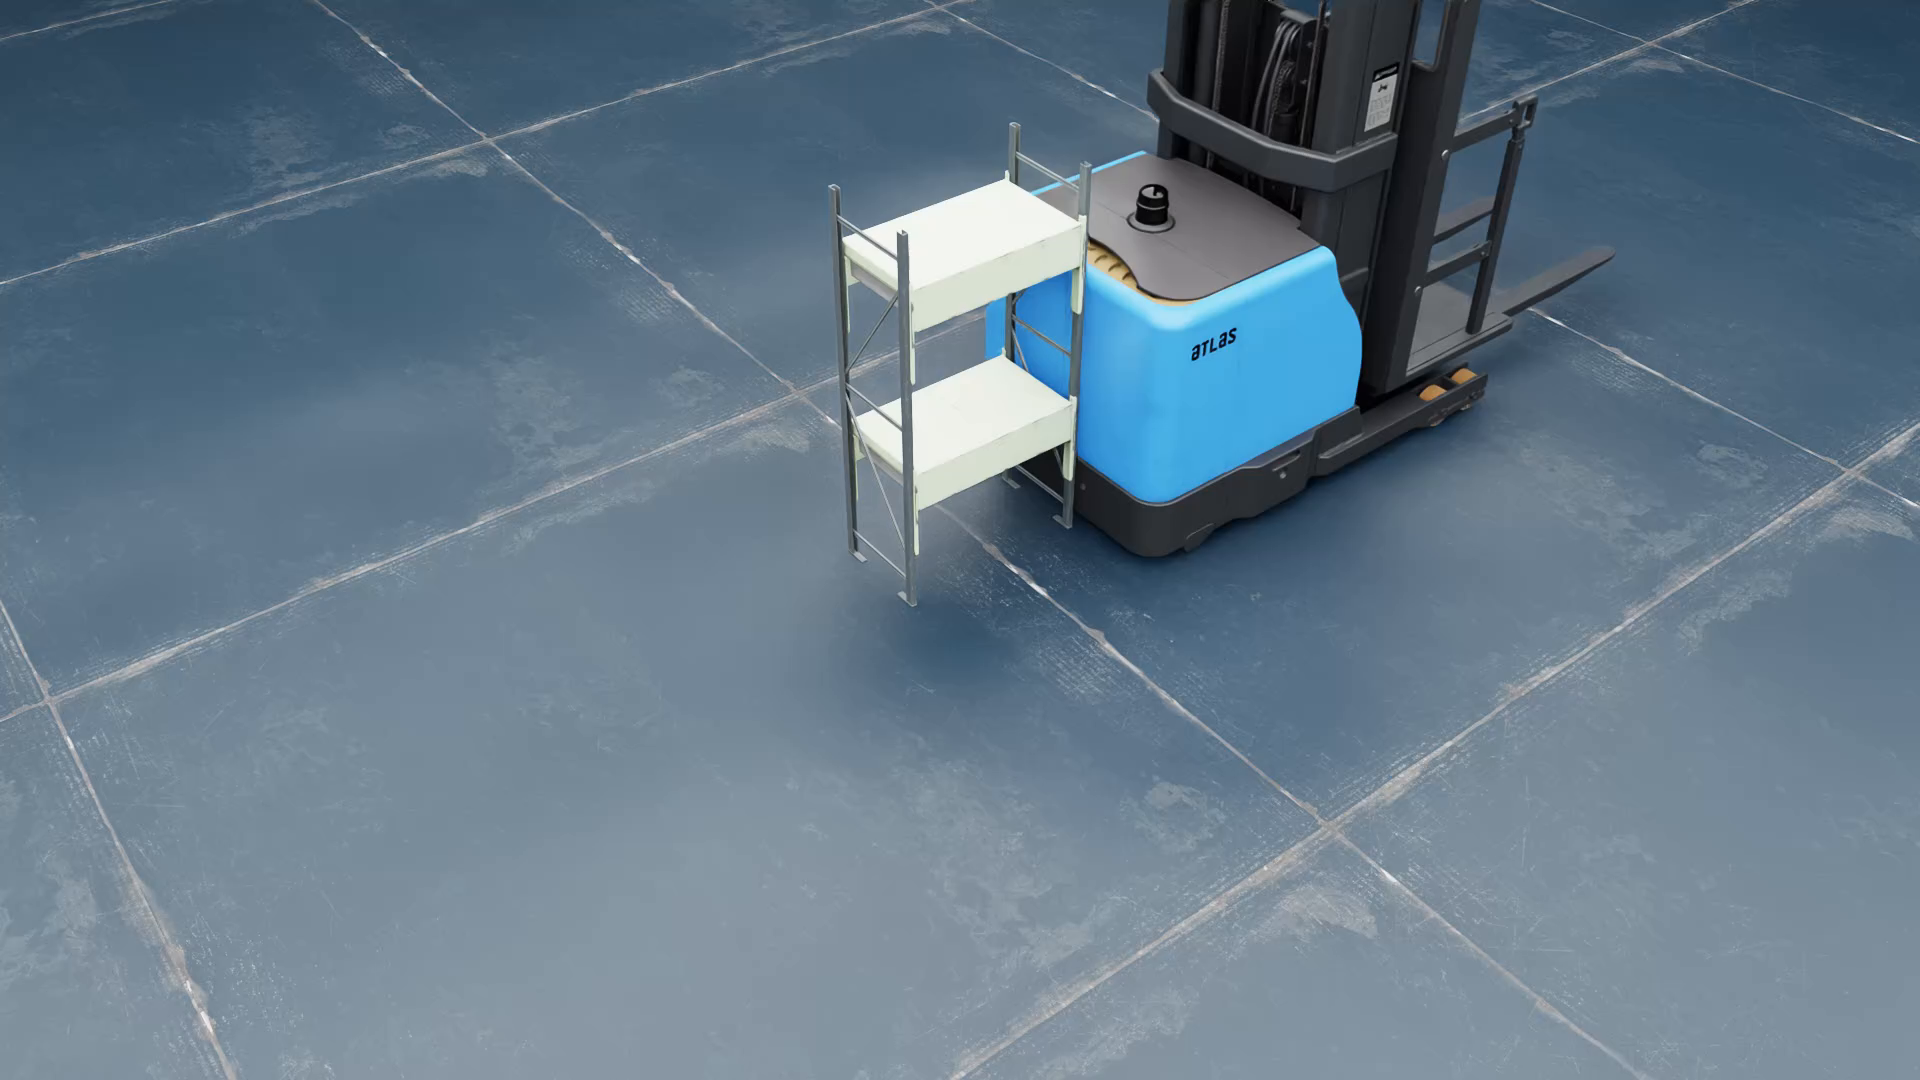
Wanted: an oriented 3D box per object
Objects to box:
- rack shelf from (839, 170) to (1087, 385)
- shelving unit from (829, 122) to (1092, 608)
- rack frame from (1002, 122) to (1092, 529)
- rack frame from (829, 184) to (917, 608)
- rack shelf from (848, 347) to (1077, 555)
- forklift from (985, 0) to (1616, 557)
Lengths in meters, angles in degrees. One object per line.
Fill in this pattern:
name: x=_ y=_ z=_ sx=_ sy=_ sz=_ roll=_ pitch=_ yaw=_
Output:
rack shelf: x=0.005 y=-0.884 z=5.530 sx=0.720 sy=0.370 sz=0.431 roll=-26 pitch=46 yaw=-28
shelving unit: x=0.005 y=-0.582 z=5.777 sx=0.755 sy=1.500 sz=0.431 roll=-26 pitch=46 yaw=-28
rack frame: x=0.295 y=-0.724 z=5.950 sx=0.023 sy=1.500 sz=0.400 roll=-26 pitch=46 yaw=-28
rack frame: x=-0.285 y=-0.441 z=5.605 sx=0.023 sy=1.500 sz=0.400 roll=-26 pitch=46 yaw=-28
rack shelf: x=0.005 y=-0.330 z=5.984 sx=0.720 sy=0.370 sz=0.431 roll=-26 pitch=46 yaw=-28
forklift: x=1.557 y=-1.839 z=6.181 sx=3.031 sy=2.935 sz=1.130 roll=-26 pitch=46 yaw=-28
